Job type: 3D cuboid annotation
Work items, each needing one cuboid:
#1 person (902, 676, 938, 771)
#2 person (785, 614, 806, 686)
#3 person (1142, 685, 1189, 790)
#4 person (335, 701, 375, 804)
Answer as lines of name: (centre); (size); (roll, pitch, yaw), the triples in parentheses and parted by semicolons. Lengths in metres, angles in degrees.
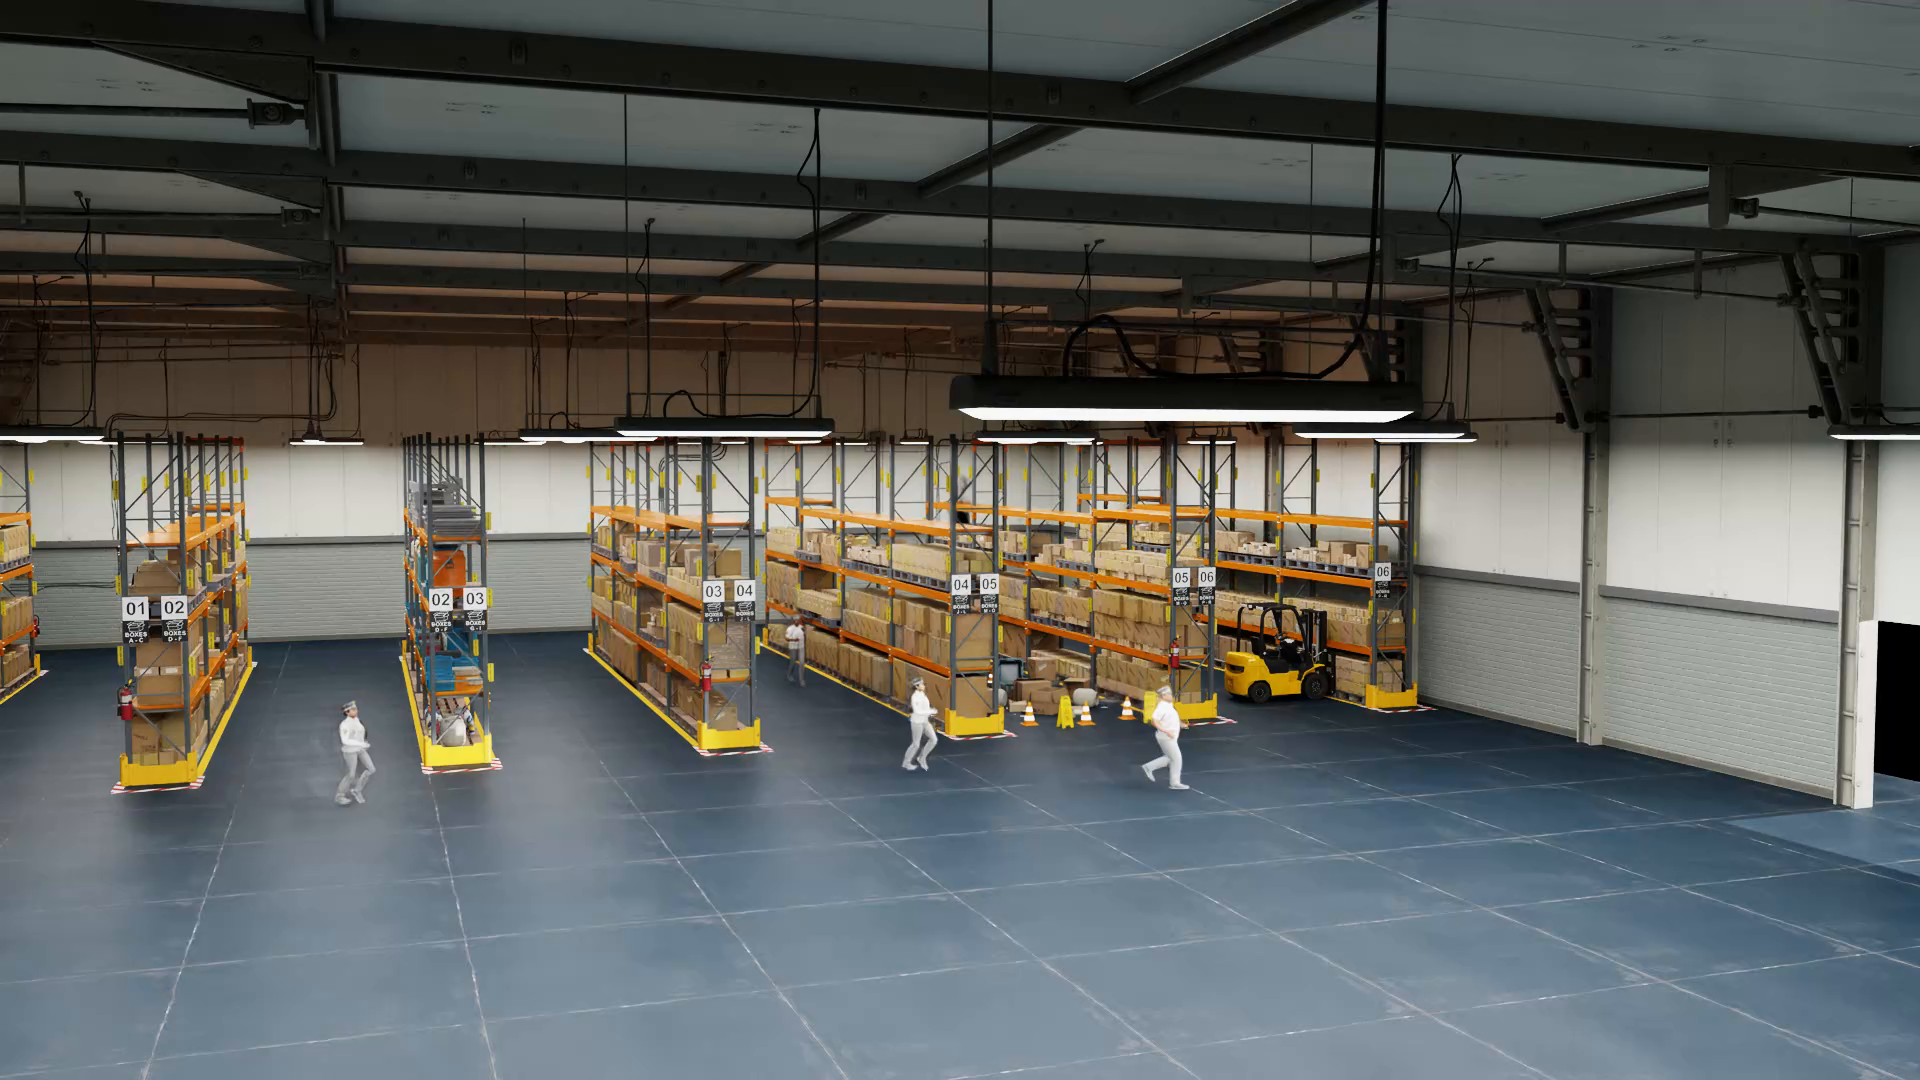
person: (-0.691, 3.247, 29.389); (0.677, 1.699, 0.581); (1, 3, 21)
person: (-3.933, 2.629, 40.056); (0.581, 1.699, 0.876); (-1, 3, -24)
person: (3.448, 3.297, 27.907); (0.830, 1.747, 0.675); (1, 3, 18)
person: (-9.713, 3.410, 26.674); (0.634, 1.682, 0.619); (1, 3, 12)
